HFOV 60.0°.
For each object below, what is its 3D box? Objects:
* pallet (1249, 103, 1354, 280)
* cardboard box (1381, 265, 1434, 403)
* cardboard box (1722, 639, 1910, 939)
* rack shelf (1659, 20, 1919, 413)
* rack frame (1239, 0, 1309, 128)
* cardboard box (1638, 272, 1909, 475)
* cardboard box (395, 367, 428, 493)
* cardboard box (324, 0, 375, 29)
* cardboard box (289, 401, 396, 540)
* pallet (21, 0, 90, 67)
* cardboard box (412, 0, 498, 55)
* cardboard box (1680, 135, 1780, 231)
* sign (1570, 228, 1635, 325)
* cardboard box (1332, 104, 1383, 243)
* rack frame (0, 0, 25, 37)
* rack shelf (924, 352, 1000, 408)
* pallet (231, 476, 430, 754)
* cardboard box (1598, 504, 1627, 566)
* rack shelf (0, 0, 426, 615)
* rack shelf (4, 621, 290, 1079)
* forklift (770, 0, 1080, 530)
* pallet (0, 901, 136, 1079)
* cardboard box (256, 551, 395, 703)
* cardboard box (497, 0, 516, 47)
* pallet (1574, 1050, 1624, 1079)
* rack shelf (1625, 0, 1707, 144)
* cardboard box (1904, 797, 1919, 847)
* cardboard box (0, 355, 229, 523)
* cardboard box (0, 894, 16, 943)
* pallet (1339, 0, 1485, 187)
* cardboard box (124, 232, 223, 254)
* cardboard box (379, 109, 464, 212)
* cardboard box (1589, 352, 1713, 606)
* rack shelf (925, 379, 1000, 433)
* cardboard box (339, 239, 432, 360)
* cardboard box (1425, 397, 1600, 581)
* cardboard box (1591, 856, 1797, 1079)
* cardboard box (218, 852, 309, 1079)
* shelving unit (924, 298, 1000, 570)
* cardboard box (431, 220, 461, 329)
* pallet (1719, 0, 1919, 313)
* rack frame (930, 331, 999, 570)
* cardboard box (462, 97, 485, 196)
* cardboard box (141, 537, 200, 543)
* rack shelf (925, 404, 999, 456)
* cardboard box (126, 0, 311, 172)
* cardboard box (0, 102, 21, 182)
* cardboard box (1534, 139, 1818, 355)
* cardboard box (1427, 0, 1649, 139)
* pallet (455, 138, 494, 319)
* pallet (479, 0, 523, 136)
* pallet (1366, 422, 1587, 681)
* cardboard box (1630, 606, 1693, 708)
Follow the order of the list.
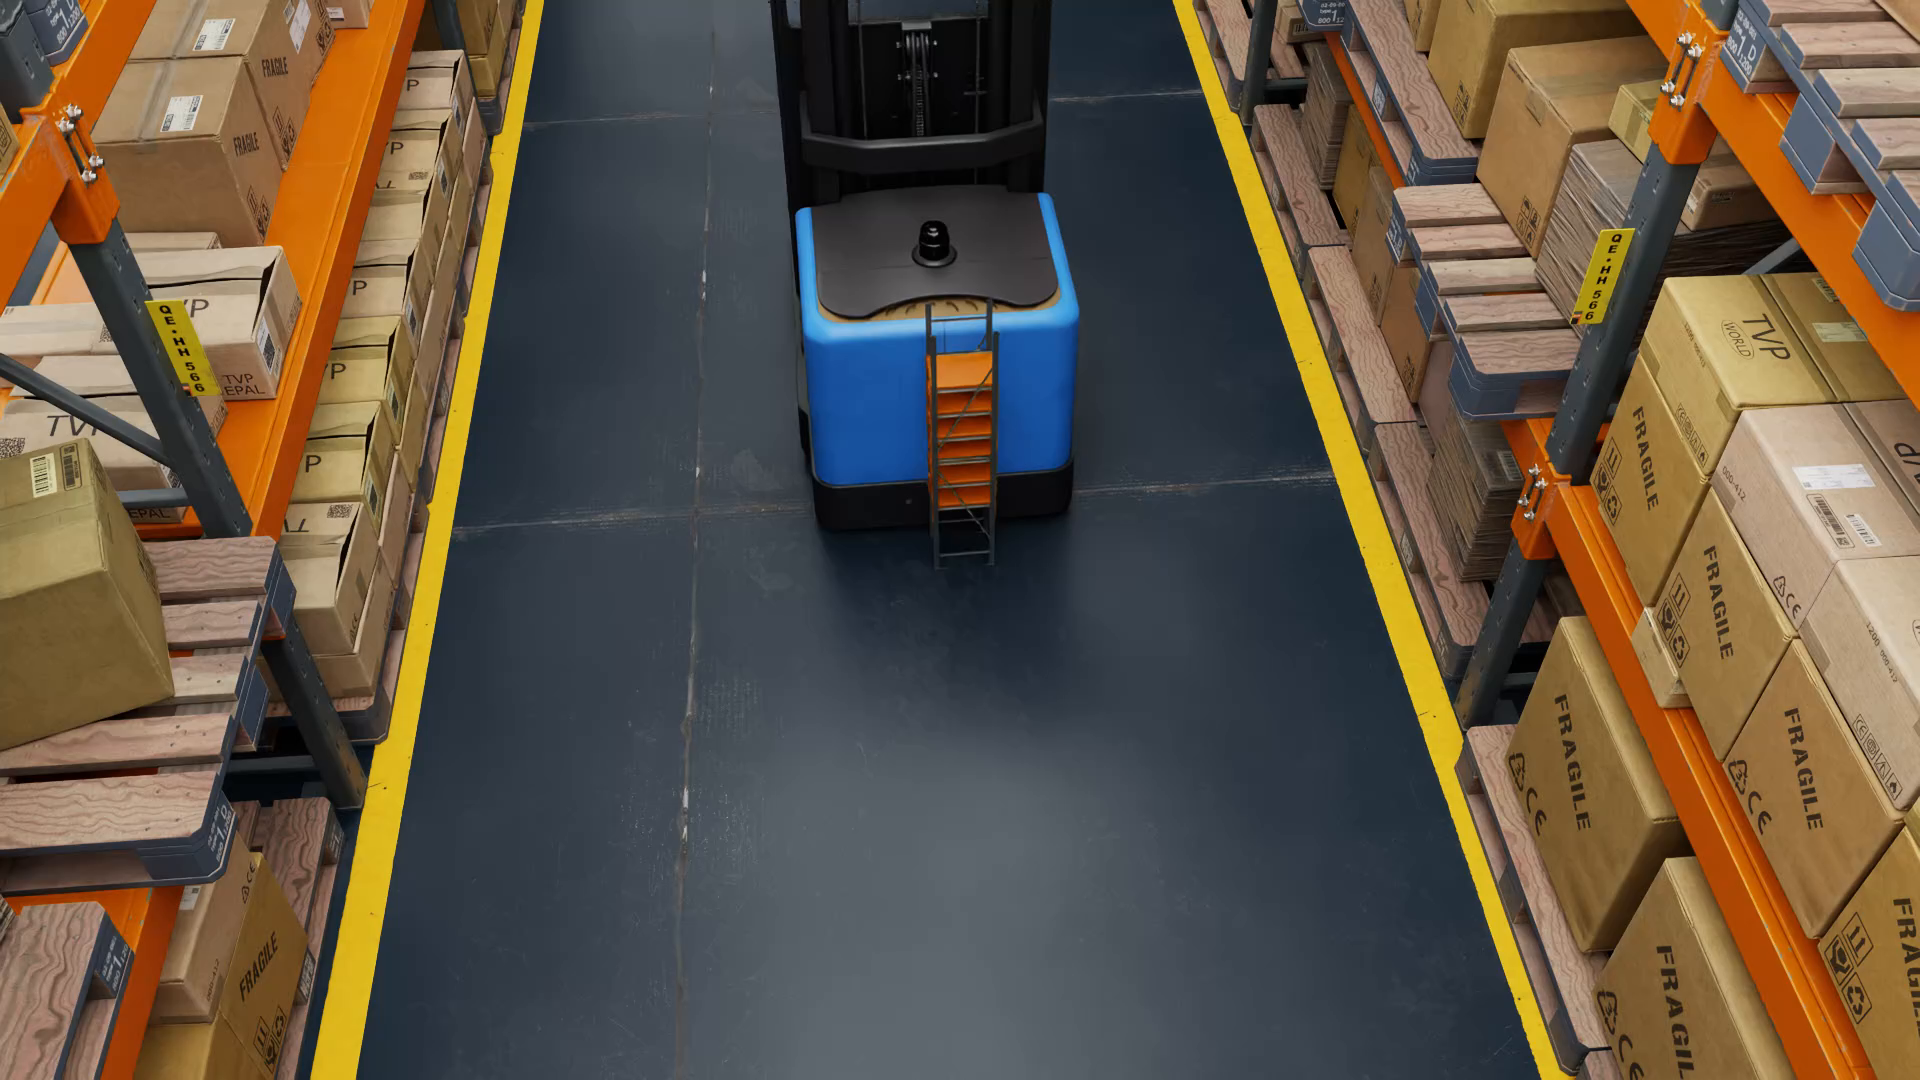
[{"bbox_3d":[2.062,-1.772,8.283,1.003,0.211,1.213,-3,47,-3],"label":"pallet"},{"bbox_3d":[2.221,-0.947,6.999,0.700,0.500,0.500,-4,47,-4],"label":"cardboard box"},{"bbox_3d":[2.191,0.562,3.864,0.500,0.500,0.500,-4,47,-3],"label":"cardboard box"},{"bbox_3d":[2.498,0.263,2.864,1.077,0.370,4.000,-3,47,-3],"label":"rack shelf"},{"bbox_3d":[1.996,-3.294,7.804,1.000,3.000,0.127,-3,47,-3],"label":"rack frame"},{"bbox_3d":[2.114,-0.436,4.293,0.500,0.250,0.500,-2,47,-2],"label":"cardboard box"},{"bbox_3d":[-2.449,-0.431,6.697,0.500,0.250,0.500,-5,47,-4],"label":"cardboard box"},{"bbox_3d":[-2.684,-2.319,6.973,0.396,0.266,0.258,-5,47,-4],"label":"cardboard box"},{"bbox_3d":[-2.409,-0.264,6.153,0.500,0.311,0.500,-5,47,-4],"label":"cardboard box"},{"bbox_3d":[-2.751,-1.548,4.214,1.213,0.211,1.003,-2,47,-1],"label":"pallet"},{"bbox_3d":[-2.667,-2.801,8.425,0.500,0.500,0.500,-3,47,-3],"label":"cardboard box"},{"bbox_3d":[2.272,-1.056,4.866,0.380,0.149,0.250,-9,47,-8],"label":"cardboard box"},{"bbox_3d":[1.791,-0.731,4.633,0.100,0.325,0.005,-3,47,-3],"label":"sign"},{"bbox_3d":[2.167,-1.683,7.697,0.700,0.500,0.500,-4,47,-4],"label":"cardboard box"},{"bbox_3d":[-2.605,-2.159,2.597,1.000,3.000,0.127,-3,47,-3],"label":"rack frame"},{"bbox_3d":[0.007,-0.586,6.044,0.258,0.103,0.180,-4,47,-4],"label":"rack shelf"},{"bbox_3d":[-2.635,0.265,6.354,1.003,0.211,1.213,-3,47,-3],"label":"pallet"},{"bbox_3d":[2.127,-0.068,4.908,0.380,0.149,0.250,-4,47,-4],"label":"cardboard box"},{"bbox_3d":[-2.773,-1.296,6.407,1.077,0.370,4.000,-3,47,-3],"label":"rack shelf"},{"bbox_3d":[-2.438,1.598,3.666,1.077,0.370,4.000,-3,47,-3],"label":"rack shelf"},{"bbox_3d":[-0.216,-2.124,6.743,1.130,2.935,3.031,-4,47,-4],"label":"forklift"},{"bbox_3d":[-2.438,1.377,3.512,1.003,0.211,1.213,-3,47,-3],"label":"pallet"},{"bbox_3d":[-2.357,0.308,5.997,0.500,0.250,0.500,-4,47,-3],"label":"cardboard box"},{"bbox_3d":[-2.714,-2.905,9.040,0.500,0.250,0.500,-3,47,-3],"label":"cardboard box"},{"bbox_3d":[2.421,2.015,4.697,1.003,0.211,1.213,-3,47,-3],"label":"pallet"},{"bbox_3d":[2.163,-2.631,5.605,1.077,0.370,4.000,-3,47,-3],"label":"rack shelf"},{"bbox_3d":[2.252,0.662,3.253,0.500,0.250,0.500,-4,47,-4],"label":"cardboard box"},{"bbox_3d":[-2.592,-0.331,5.059,0.500,0.311,0.500,-1,47,-1],"label":"cardboard box"},{"bbox_3d":[-2.554,0.847,3.524,0.700,0.500,0.500,4,47,4],"label":"cardboard box"},{"bbox_3d":[2.124,-1.764,6.486,1.003,0.211,1.213,-3,47,-3],"label":"pallet"},{"bbox_3d":[-2.768,-0.929,5.737,0.380,0.149,0.250,0,47,0],"label":"cardboard box"},{"bbox_3d":[-2.571,-1.730,7.541,0.500,0.311,0.500,-2,47,-2],"label":"cardboard box"},{"bbox_3d":[2.116,-0.176,4.564,0.500,0.500,0.500,-2,47,-2],"label":"cardboard box"},{"bbox_3d":[0.007,-0.503,6.131,0.258,0.103,0.180,-4,47,-4],"label":"rack shelf"},{"bbox_3d":[-2.493,-1.005,6.854,0.500,0.311,0.500,-4,47,-4],"label":"cardboard box"},{"bbox_3d":[2.218,-0.209,6.301,0.700,0.500,0.500,-3,47,-3],"label":"cardboard box"},{"bbox_3d":[2.328,1.369,4.579,0.750,0.750,0.750,-4,47,-3],"label":"cardboard box"},{"bbox_3d":[-2.293,1.275,4.896,0.500,0.500,0.500,-2,47,-2],"label":"cardboard box"},{"bbox_3d":[0.007,-0.369,6.273,0.258,1.200,0.189,-4,47,-4],"label":"shelving unit"},{"bbox_3d":[-2.533,-1.170,7.397,0.500,0.250,0.500,-3,47,-2],"label":"cardboard box"},{"bbox_3d":[2.437,-0.904,3.604,1.213,0.211,1.003,-2,47,-1],"label":"pallet"},{"bbox_3d":[0.017,-0.303,6.210,0.240,1.200,0.006,-4,47,-4],"label":"rack frame"},{"bbox_3d":[-2.617,-1.907,8.094,0.500,0.250,0.500,-4,47,-4],"label":"cardboard box"},{"bbox_3d":[-2.895,0.148,5.762,0.500,0.311,0.500,-2,47,-2],"label":"cardboard box"},{"bbox_3d":[0.007,-0.421,6.218,0.258,0.103,0.180,-4,47,-4],"label":"rack shelf"},{"bbox_3d":[-2.806,-1.724,6.248,0.500,0.500,0.500,-3,47,-3],"label":"cardboard box"},{"bbox_3d":[-2.535,-0.848,3.353,0.910,0.500,0.500,-3,47,-3],"label":"cardboard box"},{"bbox_3d":[2.281,-0.925,5.188,0.700,0.500,0.500,-8,47,-8],"label":"cardboard box"},{"bbox_3d":[2.155,-1.825,6.041,0.700,0.500,0.500,-3,47,-3],"label":"cardboard box"},{"bbox_3d":[-2.840,-1.501,8.026,1.003,0.211,1.213,-3,47,-3],"label":"pallet"},{"bbox_3d":[-2.965,-2.609,9.076,1.003,0.211,1.213,-3,47,-3],"label":"pallet"},{"bbox_3d":[2.267,-0.006,6.611,1.003,0.211,1.213,-3,47,-3],"label":"pallet"},{"bbox_3d":[2.078,0.312,4.548,0.380,0.149,0.250,-2,47,-2],"label":"cardboard box"}]
